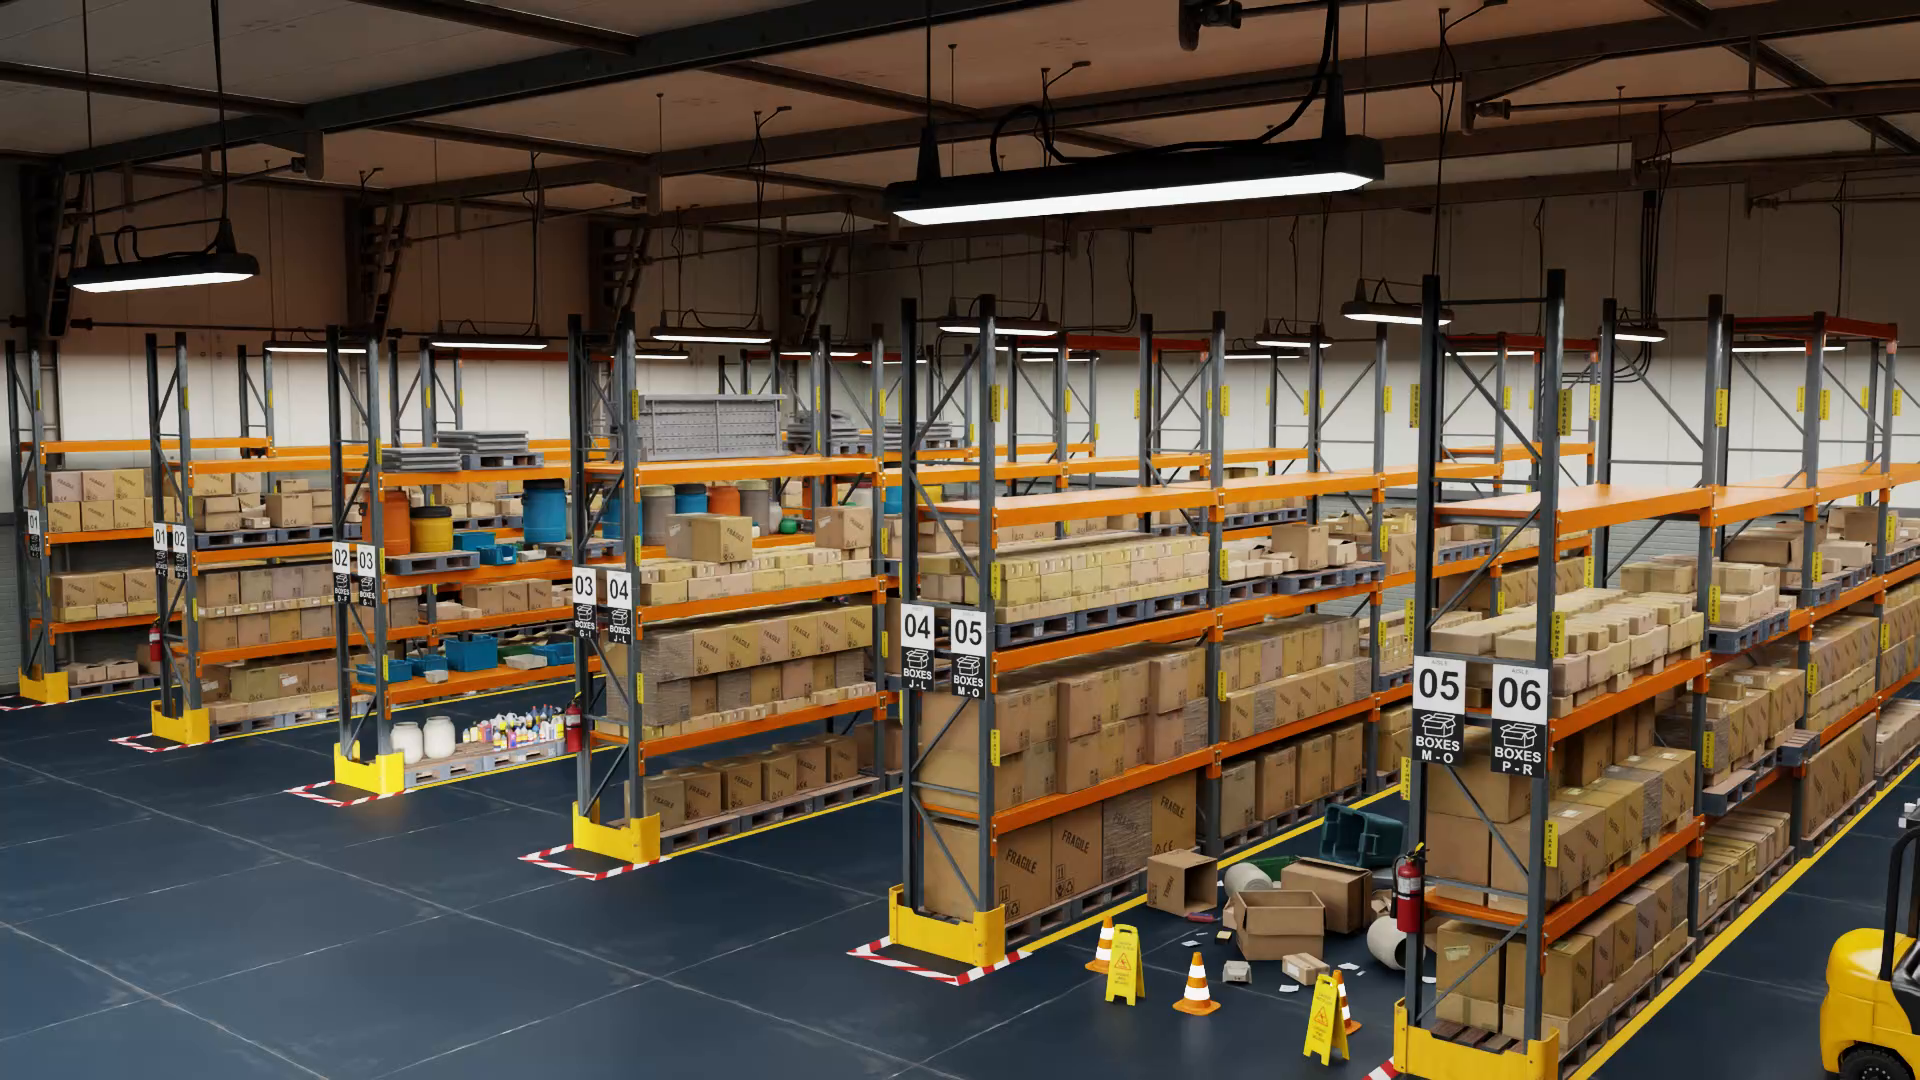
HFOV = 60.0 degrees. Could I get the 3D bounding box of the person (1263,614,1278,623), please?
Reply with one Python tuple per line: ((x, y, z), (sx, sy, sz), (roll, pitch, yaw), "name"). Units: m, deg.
((4.802, 1.971, 26.172), (0.503, 1.636, 0.998), (5, 7, 43), "person")
